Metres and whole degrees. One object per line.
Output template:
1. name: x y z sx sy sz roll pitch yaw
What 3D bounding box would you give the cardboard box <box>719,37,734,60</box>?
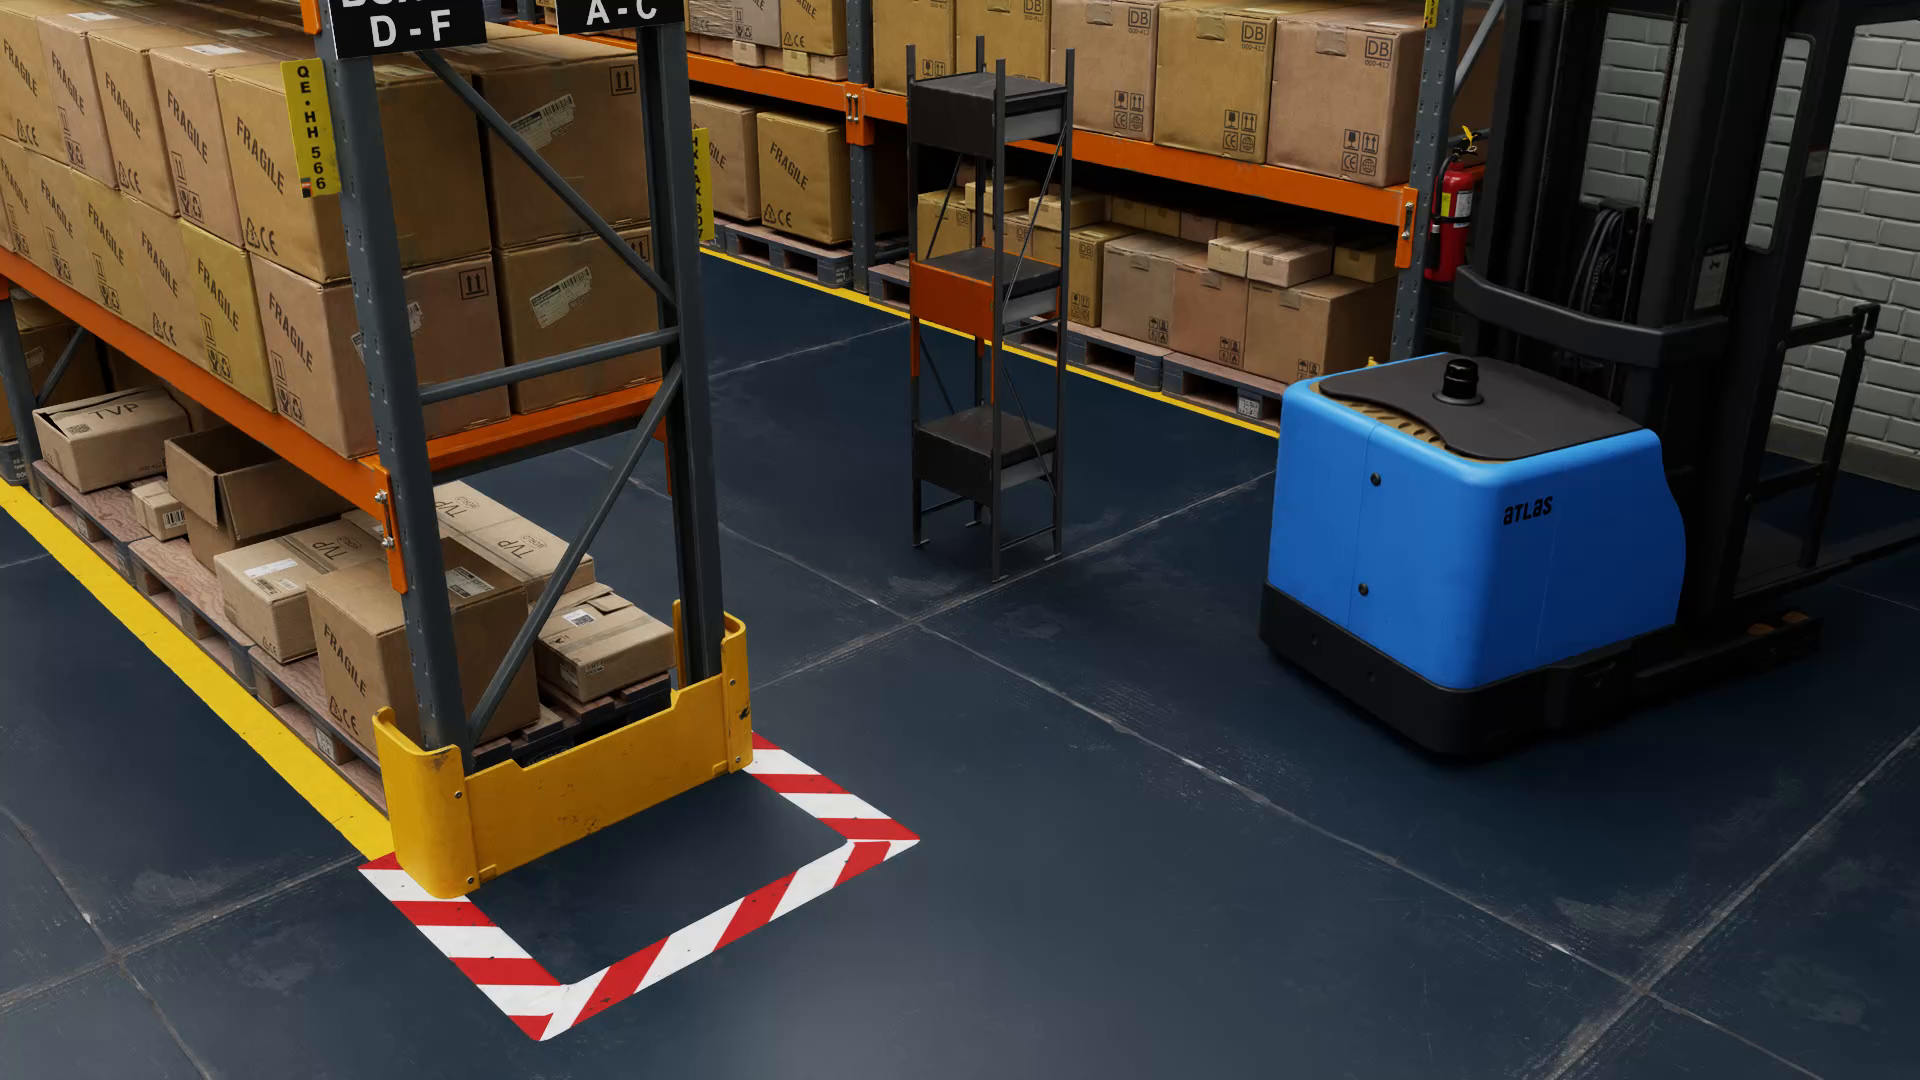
1. cardboard box: -1.398 -3.337 11.230 0.380 0.149 0.250 -21 32 -38

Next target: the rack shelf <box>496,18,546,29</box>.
1. rack shelf: -4.386 -4.594 14.572 1.077 0.370 4.000 -21 32 -38

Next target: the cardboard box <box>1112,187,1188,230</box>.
1. cardboard box: 1.089 -1.903 9.532 0.380 0.149 0.250 -22 32 -39

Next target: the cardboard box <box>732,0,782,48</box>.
1. cardboard box: -1.140 -3.513 10.834 0.500 0.500 0.500 -21 32 -38

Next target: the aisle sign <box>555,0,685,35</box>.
1. aisle sign: -0.903 -1.730 4.297 0.394 0.787 0.004 -21 32 -38

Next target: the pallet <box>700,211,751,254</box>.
1. pallet: -1.705 -2.417 12.293 1.003 0.211 1.213 -21 32 -38

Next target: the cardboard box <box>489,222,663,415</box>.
1. cardboard box: -1.275 -0.740 5.137 0.500 0.500 0.500 -20 32 -37

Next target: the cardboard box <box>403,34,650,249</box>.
1. cardboard box: -1.275 -1.195 4.929 0.500 0.500 0.500 -20 31 -37

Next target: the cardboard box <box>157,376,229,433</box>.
1. cardboard box: -3.302 -0.668 7.581 0.500 0.500 0.500 -21 32 -38

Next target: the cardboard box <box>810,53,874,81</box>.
1. cardboard box: -0.722 -3.020 10.535 0.380 0.149 0.250 -21 32 -38

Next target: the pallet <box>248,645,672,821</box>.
1. pallet: -1.762 0.520 5.857 1.003 0.211 1.213 -21 32 -38

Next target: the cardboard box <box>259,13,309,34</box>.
1. cardboard box: -1.976 -1.504 5.607 0.500 0.500 0.500 -21 32 -38

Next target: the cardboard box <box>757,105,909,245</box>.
1. cardboard box: -0.824 -2.476 11.148 0.750 0.750 0.750 -21 32 -38

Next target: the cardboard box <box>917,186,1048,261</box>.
1. cardboard box: 0.152 -1.901 10.310 0.700 0.500 0.500 -21 32 -38

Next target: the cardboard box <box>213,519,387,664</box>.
1. cardboard box: -2.343 0.175 6.036 0.500 0.250 0.500 -21 32 -38

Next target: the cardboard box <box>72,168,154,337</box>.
1. cardboard box: -2.707 -1.051 5.818 0.500 0.500 0.500 -22 32 -39

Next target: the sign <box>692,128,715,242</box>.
1. sign: -0.768 -1.033 4.857 0.100 0.325 0.005 -21 32 -38

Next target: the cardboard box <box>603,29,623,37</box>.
1. cardboard box: -2.415 -3.820 12.288 0.380 0.149 0.250 -22 32 -39

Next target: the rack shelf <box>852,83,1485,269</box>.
1. rack shelf: 1.082 -2.170 9.260 1.077 0.370 4.000 -21 32 -38

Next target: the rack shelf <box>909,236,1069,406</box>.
1. rack shelf: 0.113 -0.893 6.710 0.431 0.518 0.480 -21 32 -38

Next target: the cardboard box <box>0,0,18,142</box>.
1. cardboard box: -3.428 -1.818 6.297 0.500 0.500 0.500 -22 33 -40

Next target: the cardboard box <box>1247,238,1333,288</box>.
1. cardboard box: 1.677 -1.411 8.454 0.380 0.149 0.250 -22 32 -39

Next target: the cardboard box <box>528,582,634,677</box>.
1. cardboard box: -1.370 0.304 5.854 0.380 0.166 0.250 -21 32 -38

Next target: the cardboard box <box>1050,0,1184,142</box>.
1. cardboard box: 1.074 -2.630 9.040 0.700 0.700 0.980 22 32 39

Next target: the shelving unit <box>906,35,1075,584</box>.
1. shelving unit: 0.113 -0.905 6.704 0.431 2.100 0.503 -21 32 -38

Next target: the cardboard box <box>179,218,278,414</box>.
1. cardboard box: -2.026 -0.745 5.149 0.500 0.500 0.500 -21 32 -38

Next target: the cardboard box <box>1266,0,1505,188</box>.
1. cardboard box: 2.093 -2.180 8.052 0.980 0.700 0.700 -20 31 -36

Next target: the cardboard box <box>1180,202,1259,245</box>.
1. cardboard box: 1.437 -1.749 9.194 0.380 0.149 0.250 -21 32 -38

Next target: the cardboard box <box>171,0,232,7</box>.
1. cardboard box: -2.667 -1.810 6.279 0.500 0.500 0.500 -21 32 -38

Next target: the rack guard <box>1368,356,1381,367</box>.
1. rack guard: 2.466 -0.747 8.285 1.175 0.500 0.348 -21 32 -38

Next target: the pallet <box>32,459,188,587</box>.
1. pallet: -3.429 -0.220 7.478 1.003 0.211 1.213 -21 32 -38

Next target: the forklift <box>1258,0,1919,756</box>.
1. forklift: 2.669 -1.034 5.985 3.031 2.935 1.130 -13 28 -26

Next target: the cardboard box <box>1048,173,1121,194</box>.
1. cardboard box: 0.740 -2.058 9.872 0.380 0.149 0.250 -23 33 -40

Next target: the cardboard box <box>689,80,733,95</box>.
1. cardboard box: -2.018 -3.001 12.298 0.750 0.750 0.750 -21 32 -39

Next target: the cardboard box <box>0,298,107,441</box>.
1. cardboard box: -4.445 -0.828 7.933 0.500 0.500 0.500 -21 32 -39

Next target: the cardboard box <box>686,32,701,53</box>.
1. cardboard box: -1.732 -3.501 11.589 0.380 0.149 0.250 -20 31 -37

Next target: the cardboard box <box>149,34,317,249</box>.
1. cardboard box: -2.015 -1.195 4.930 0.500 0.500 0.500 -20 31 -37

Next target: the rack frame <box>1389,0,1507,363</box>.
1. rack frame: 2.449 -1.891 7.782 1.000 3.000 0.127 -21 32 -38

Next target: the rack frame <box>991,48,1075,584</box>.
1. rack frame: 0.280 -0.831 6.542 0.400 2.100 0.015 -21 32 -38

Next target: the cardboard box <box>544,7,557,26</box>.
1. cardboard box: -2.963 -4.045 12.780 0.380 0.149 0.250 -22 32 -39

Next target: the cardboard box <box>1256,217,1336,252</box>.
1. cardboard box: 1.782 -1.596 8.859 0.380 0.149 0.250 -21 32 -38

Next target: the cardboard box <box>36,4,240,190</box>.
1. cardboard box: -2.724 -1.506 5.613 0.500 0.500 0.500 -20 31 -37

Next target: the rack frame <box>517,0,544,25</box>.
1. rack frame: -3.019 -4.315 13.095 1.000 3.000 0.127 -21 32 -38

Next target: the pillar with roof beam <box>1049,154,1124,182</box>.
1. pillar with roof beam: -2.317 -4.645 6.589 9.100 9.000 0.400 -21 32 -38

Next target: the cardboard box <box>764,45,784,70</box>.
1. cardboard box: -1.056 -3.181 10.888 0.380 0.149 0.250 -20 31 -37

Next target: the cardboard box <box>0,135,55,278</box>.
1. cardboard box: -3.396 -1.356 6.489 0.500 0.500 0.500 -21 32 -38

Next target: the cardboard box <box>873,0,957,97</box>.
1. cardboard box: 0.074 -3.071 10.006 0.980 0.700 0.700 -21 32 -38

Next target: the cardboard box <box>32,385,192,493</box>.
1. cardboard box: -3.769 -0.485 7.409 0.500 0.311 0.500 -21 32 -38

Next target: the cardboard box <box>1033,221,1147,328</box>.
1. cardboard box: 0.842 -1.592 9.632 0.700 0.500 0.500 -20 31 -37

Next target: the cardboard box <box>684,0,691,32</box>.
1. cardboard box: -1.822 -3.818 11.502 0.500 0.500 0.500 -20 31 -37

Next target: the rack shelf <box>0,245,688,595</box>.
1. rack shelf: -2.531 -0.764 6.177 1.077 0.370 4.000 -21 32 -38

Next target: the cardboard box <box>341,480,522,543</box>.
1. cardboard box: -2.012 0.018 6.380 0.500 0.250 0.500 -21 32 -38

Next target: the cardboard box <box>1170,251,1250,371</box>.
1. cardboard box: 1.556 -1.280 8.949 0.700 0.500 0.500 -21 32 -39

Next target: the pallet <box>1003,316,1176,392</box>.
1. pallet: 1.016 -1.212 9.653 1.003 0.211 1.213 -21 32 -38

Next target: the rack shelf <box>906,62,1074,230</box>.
1. rack shelf: 0.113 -1.530 6.419 0.431 0.518 0.480 -21 32 -38

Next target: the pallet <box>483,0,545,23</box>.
1. pallet: -3.584 -4.414 13.542 1.213 0.211 1.003 -21 32 -38

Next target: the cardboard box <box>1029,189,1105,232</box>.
1. cardboard box: 0.609 -1.883 9.488 0.380 0.149 0.250 -22 33 -40
